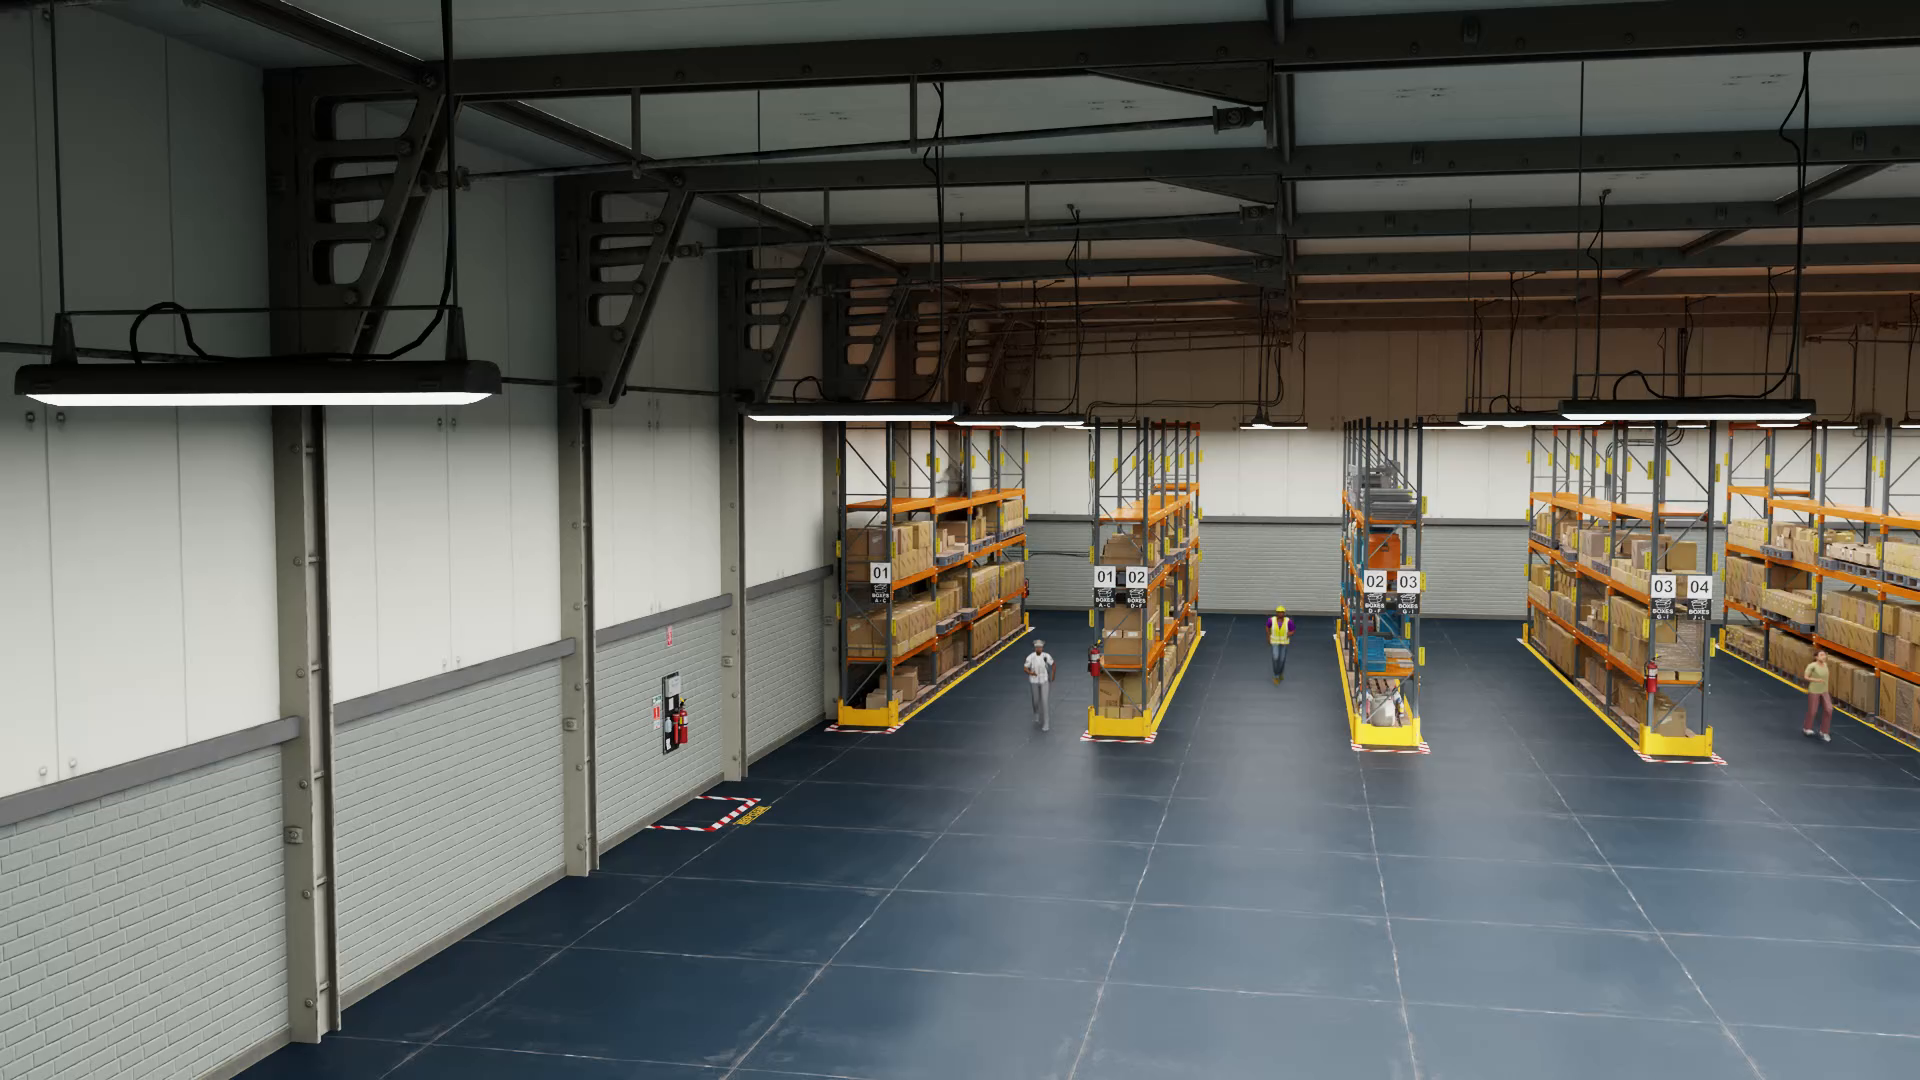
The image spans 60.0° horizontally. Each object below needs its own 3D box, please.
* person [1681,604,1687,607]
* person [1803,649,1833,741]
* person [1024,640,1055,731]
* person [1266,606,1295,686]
[{"bbox_3d":[18.890,2.059,43.706,0.697,1.687,0.809,2,4,32],"label":"person"},{"bbox_3d":[16.010,2.887,31.072,0.565,1.719,0.728,0,4,-3],"label":"person"},{"bbox_3d":[1.539,2.771,32.224,0.617,1.710,0.904,0,4,4],"label":"person"},{"bbox_3d":[7.307,2.389,37.916,0.616,1.807,0.893,0,4,4],"label":"person"}]
